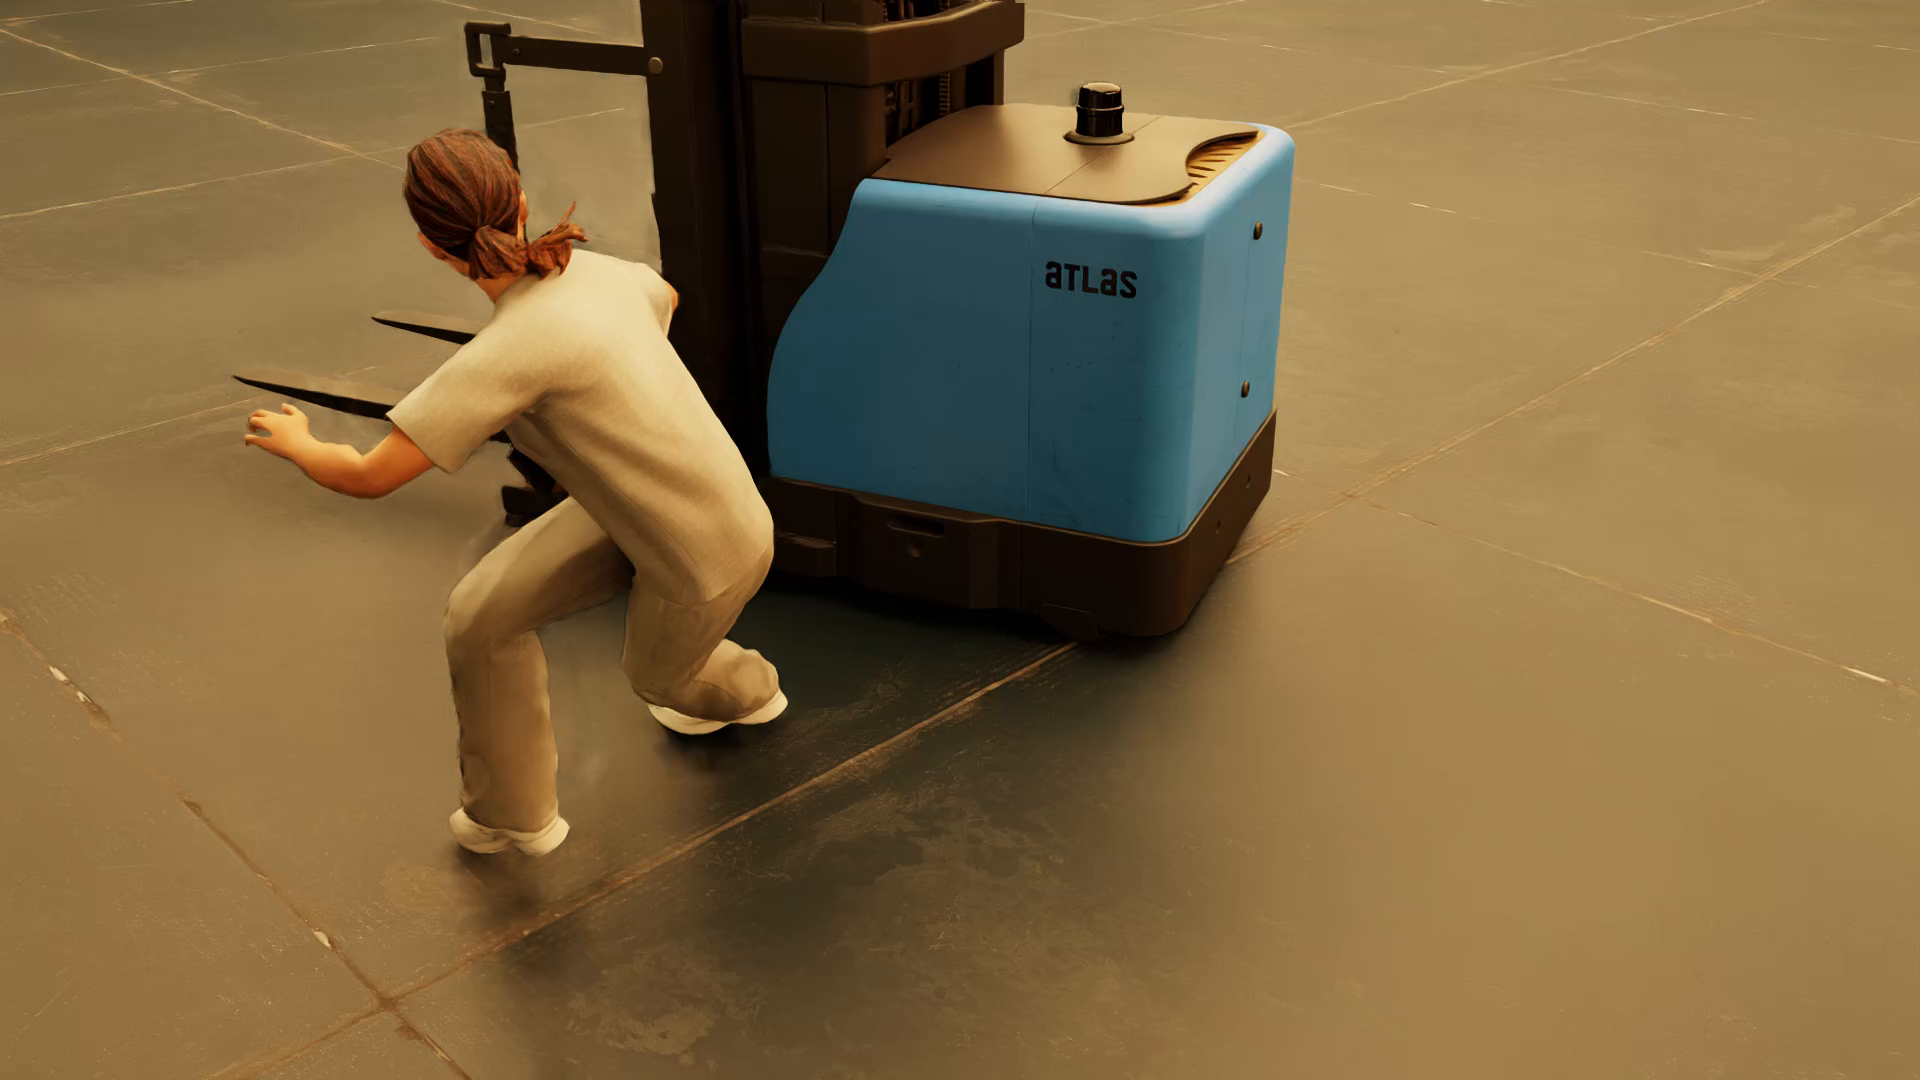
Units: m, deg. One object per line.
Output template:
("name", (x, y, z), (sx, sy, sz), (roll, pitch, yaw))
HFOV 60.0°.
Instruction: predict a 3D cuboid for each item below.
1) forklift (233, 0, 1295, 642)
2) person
("forklift", (-0.691, -1.486, 4.243), (3.031, 2.935, 1.130), (11, 28, 21))
("person", (-0.762, -0.059, 3.023), (0.892, 1.419, 0.878), (-5, 26, -9))
